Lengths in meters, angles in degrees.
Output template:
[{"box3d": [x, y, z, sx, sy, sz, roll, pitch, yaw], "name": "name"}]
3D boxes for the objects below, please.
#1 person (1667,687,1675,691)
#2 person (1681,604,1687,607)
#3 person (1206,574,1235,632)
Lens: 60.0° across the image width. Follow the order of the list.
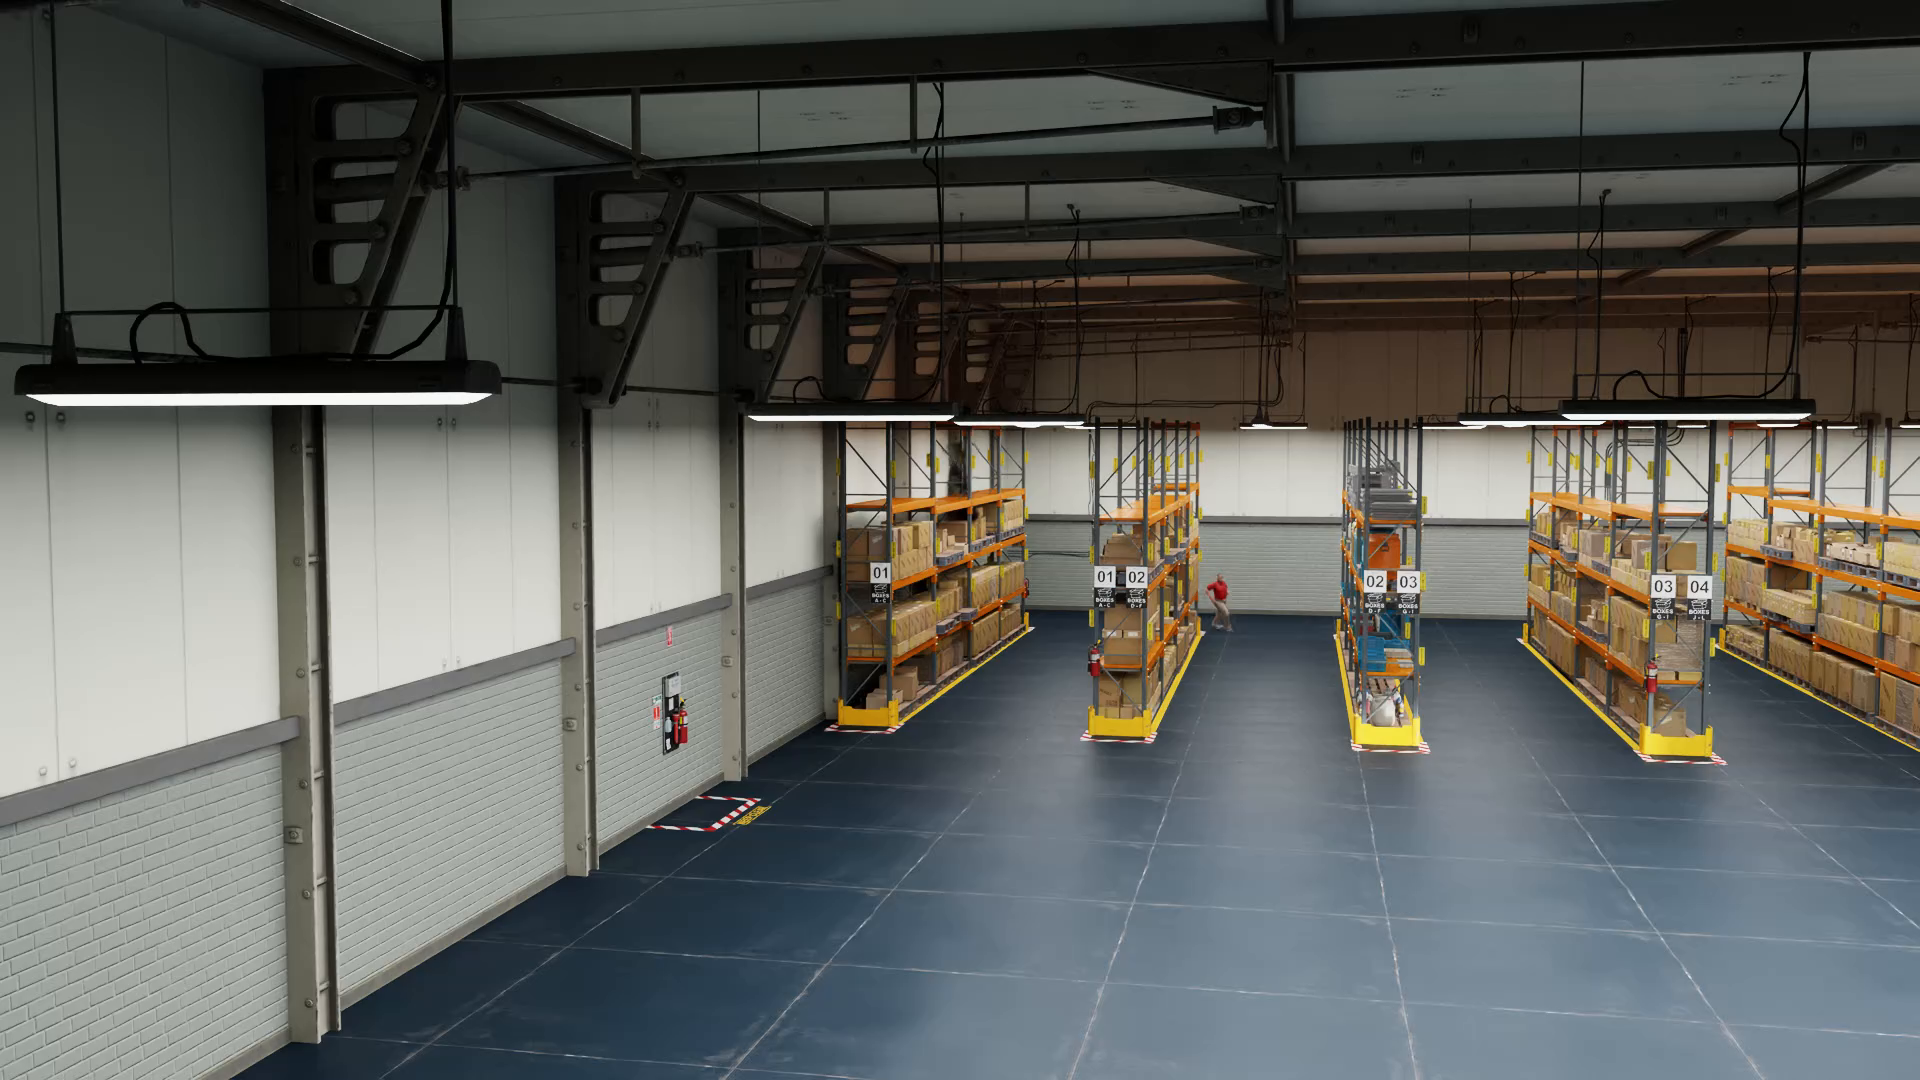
[{"box3d": [15.847, 2.503, 36.845, 0.559, 1.682, 0.690, 1, 4, 10], "name": "person"}, {"box3d": [18.676, 2.067, 43.038, 0.773, 1.716, 0.613, 2, 4, 24], "name": "person"}, {"box3d": [7.451, 1.817, 47.732, 0.840, 1.736, 0.796, 4, 5, 43], "name": "person"}]
